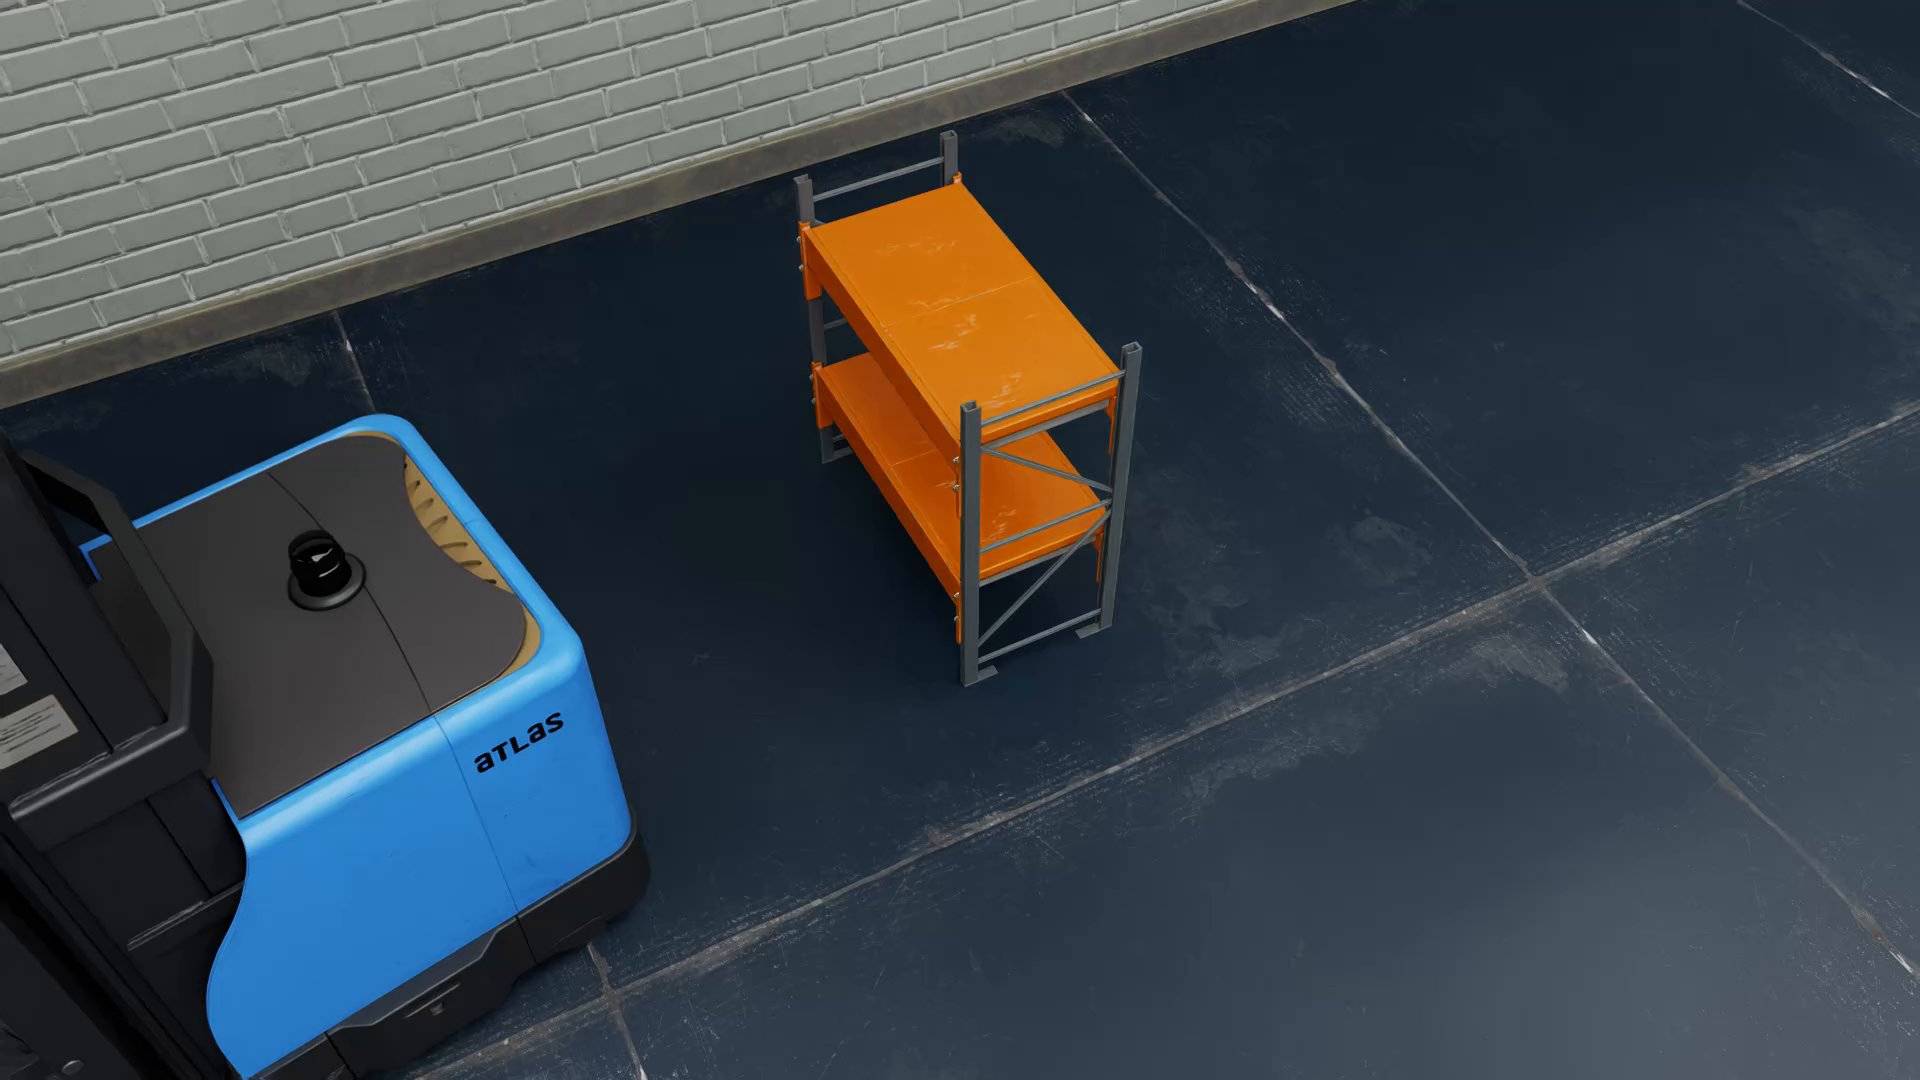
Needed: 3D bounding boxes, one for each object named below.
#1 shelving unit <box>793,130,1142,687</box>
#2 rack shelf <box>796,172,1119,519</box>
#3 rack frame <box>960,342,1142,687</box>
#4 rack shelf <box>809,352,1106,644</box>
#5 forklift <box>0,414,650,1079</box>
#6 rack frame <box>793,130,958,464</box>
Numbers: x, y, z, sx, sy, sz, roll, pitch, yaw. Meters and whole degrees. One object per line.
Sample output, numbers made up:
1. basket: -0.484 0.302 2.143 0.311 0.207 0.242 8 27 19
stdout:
1. shelving unit: -0.003 -0.375 4.831 0.538 1.125 1.048 -21 52 -18
2. rack shelf: -0.003 -0.568 4.610 0.538 0.278 1.000 -21 52 -18
3. rack frame: 0.230 -0.035 4.533 0.500 1.125 0.032 -21 52 -18
4. rack shelf: -0.003 -0.214 5.015 0.538 0.278 1.000 -21 52 -18
5. forklift: -2.292 0.369 2.980 3.031 2.935 1.130 -30 55 -24
6. rack frame: -0.236 -0.715 5.128 0.500 1.125 0.032 -21 52 -18
